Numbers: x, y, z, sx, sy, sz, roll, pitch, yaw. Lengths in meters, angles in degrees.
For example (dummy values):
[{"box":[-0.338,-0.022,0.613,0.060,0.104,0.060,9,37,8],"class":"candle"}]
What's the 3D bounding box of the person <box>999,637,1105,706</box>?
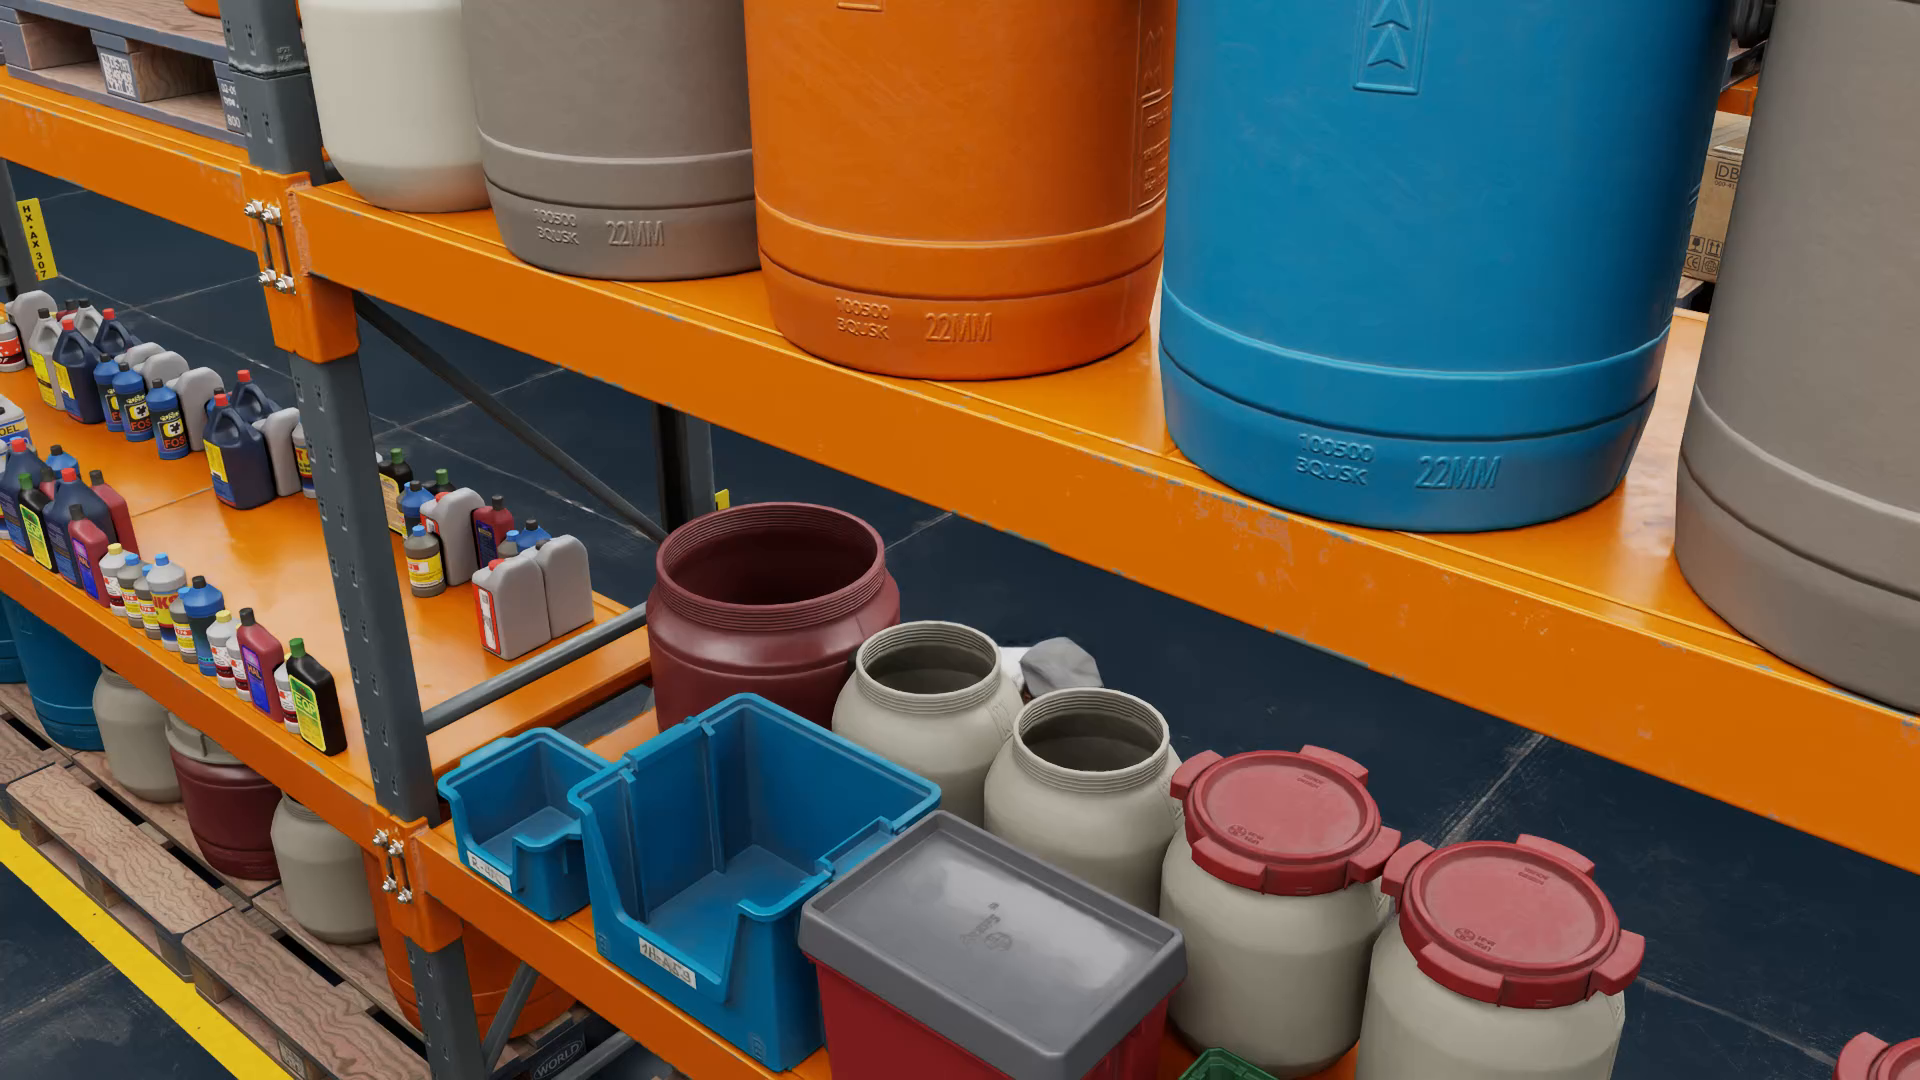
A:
[{"box":[0.127,0.703,5.436,0.501,1.054,0.818,-17,32,-29],"class":"person"}]
